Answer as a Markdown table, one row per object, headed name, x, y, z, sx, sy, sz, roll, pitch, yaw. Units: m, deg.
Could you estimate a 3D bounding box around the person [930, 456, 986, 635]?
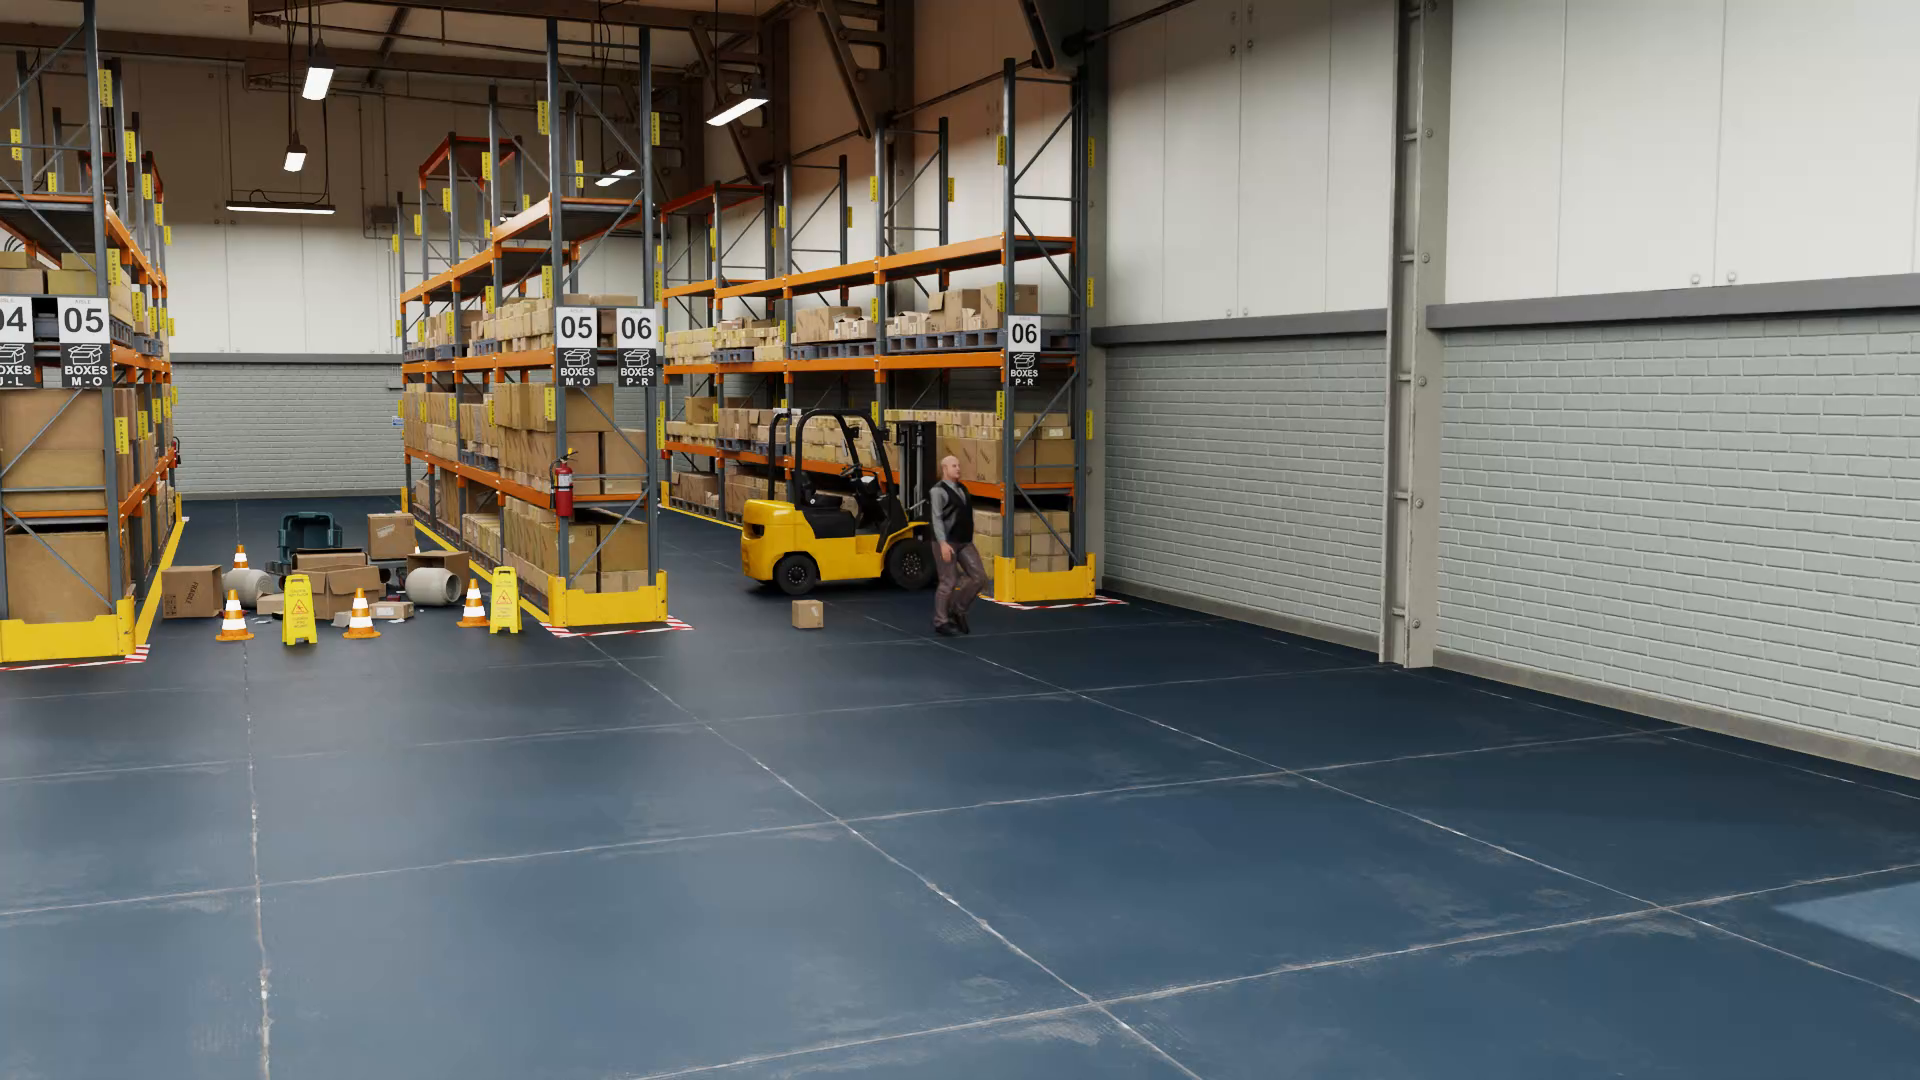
| name | x | y | z | sx | sy | sz | roll | pitch | yaw |
| --- | --- | --- | --- | --- | --- | --- | --- | --- | --- |
| person | -0.040 | 0.064 | 16.063 | 0.479 | 1.750 | 0.575 | 5 | 7 | 41 |
